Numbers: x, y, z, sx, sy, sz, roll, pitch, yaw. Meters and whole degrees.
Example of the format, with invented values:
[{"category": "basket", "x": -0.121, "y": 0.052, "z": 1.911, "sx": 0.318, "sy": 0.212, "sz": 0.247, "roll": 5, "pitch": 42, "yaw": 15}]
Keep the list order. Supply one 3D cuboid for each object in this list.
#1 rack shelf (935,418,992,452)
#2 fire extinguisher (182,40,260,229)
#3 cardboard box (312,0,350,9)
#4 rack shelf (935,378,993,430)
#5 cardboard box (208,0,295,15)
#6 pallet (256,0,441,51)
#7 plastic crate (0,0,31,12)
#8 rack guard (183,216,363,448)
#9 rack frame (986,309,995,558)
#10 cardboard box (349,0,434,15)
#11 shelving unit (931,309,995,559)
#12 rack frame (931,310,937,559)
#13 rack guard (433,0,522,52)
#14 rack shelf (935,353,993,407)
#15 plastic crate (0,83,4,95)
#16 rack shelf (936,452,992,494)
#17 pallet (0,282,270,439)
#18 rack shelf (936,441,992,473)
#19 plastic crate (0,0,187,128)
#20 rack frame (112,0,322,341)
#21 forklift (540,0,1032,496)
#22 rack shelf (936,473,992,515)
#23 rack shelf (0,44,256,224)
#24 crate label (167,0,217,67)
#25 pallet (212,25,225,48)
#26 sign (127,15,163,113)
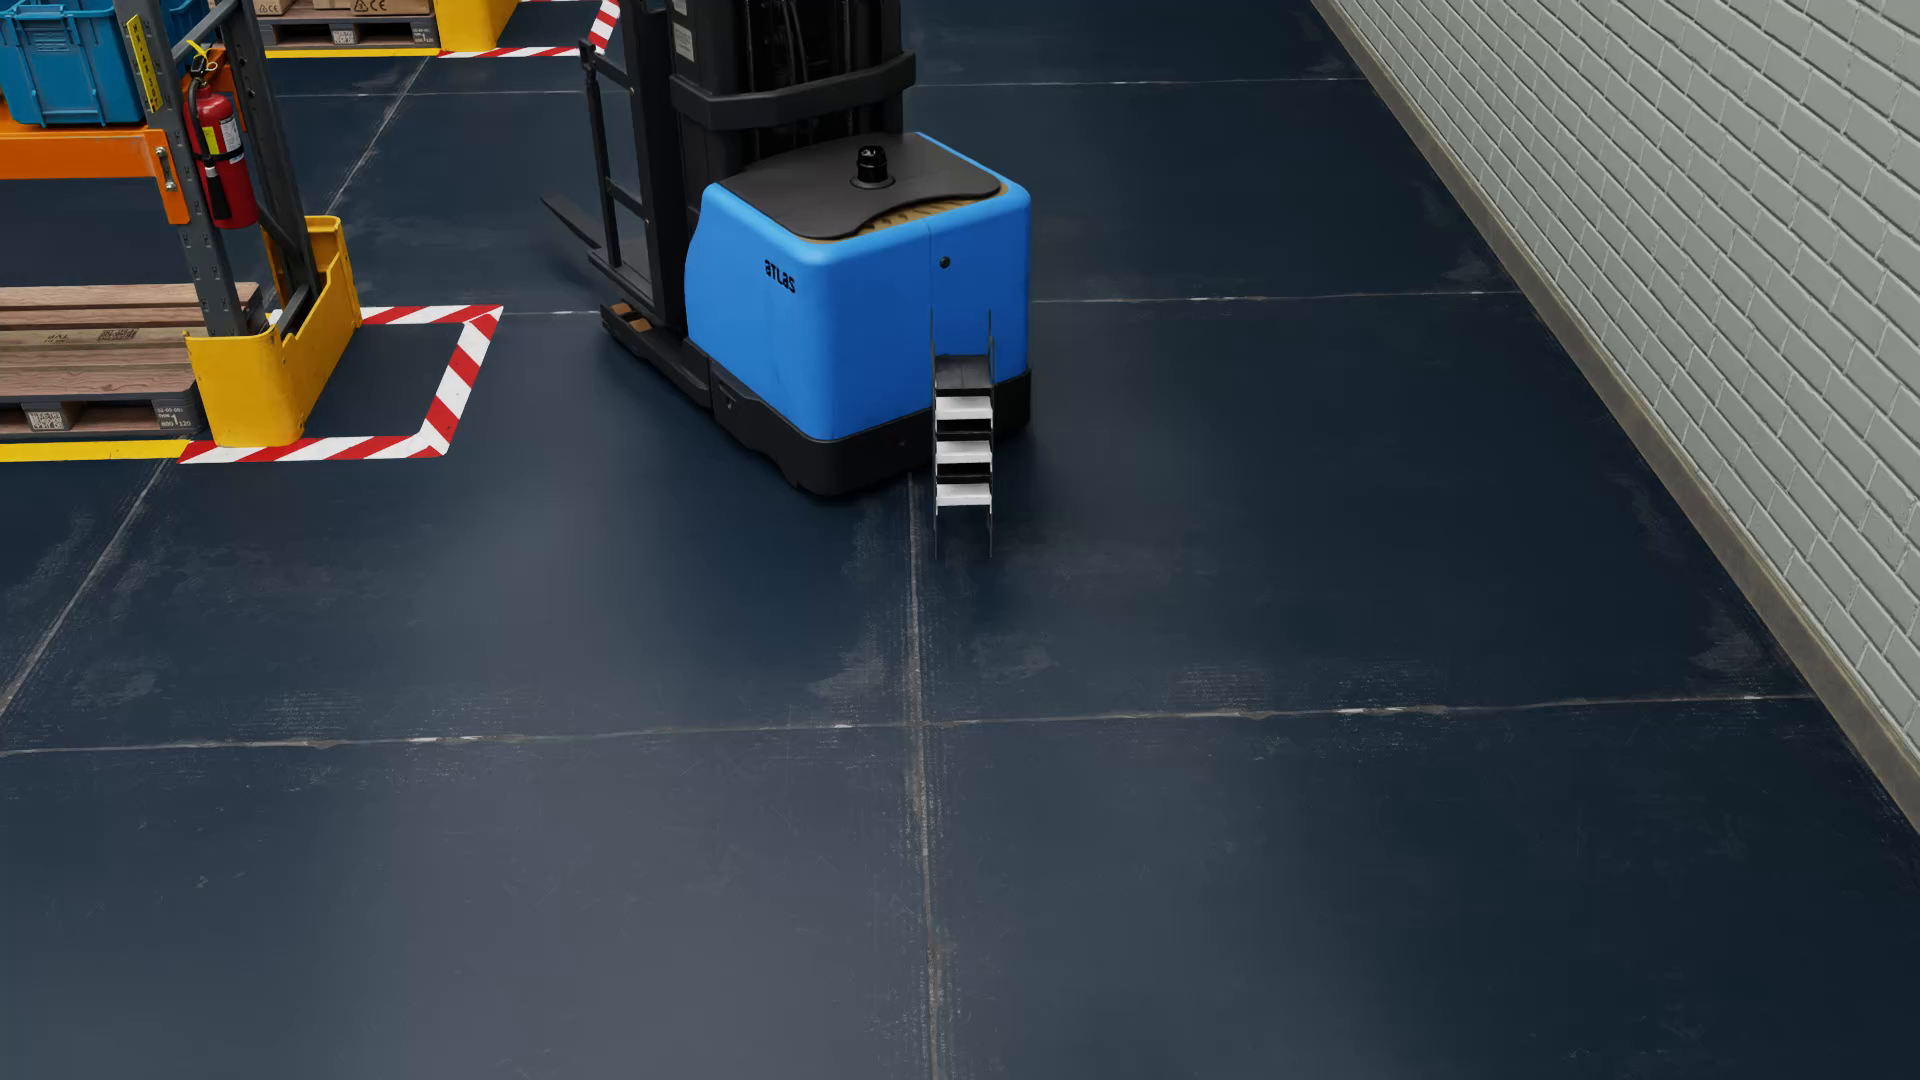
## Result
[{"category": "rack shelf", "x": 0.008, "y": -0.417, "z": 5.962, "sx": 0.200, "sy": 0.077, "sz": 0.258, "roll": -2, "pitch": 35, "yaw": -2}, {"category": "fire extinguisher", "x": -2.768, "y": -1.497, "z": 6.174, "sx": 0.183, "sy": 0.674, "sz": 0.296, "roll": -2, "pitch": 35, "yaw": -2}, {"category": "cardboard box", "x": -4.112, "y": -3.654, "z": 10.997, "sx": 0.250, "sy": 0.166, "sz": 0.380, "roll": -2, "pitch": 35, "yaw": -2}, {"category": "rack shelf", "x": 0.008, "y": -0.491, "z": 5.911, "sx": 0.200, "sy": 0.077, "sz": 0.258, "roll": -2, "pitch": 35, "yaw": -2}, {"category": "cardboard box", "x": -4.653, "y": -3.640, "z": 10.903, "sx": 0.500, "sy": 0.250, "sz": 0.500, "roll": -2, "pitch": 35, "yaw": -2}, {"category": "pallet", "x": -4.043, "y": -3.582, "z": 11.240, "sx": 1.213, "sy": 0.211, "sz": 1.003, "roll": -2, "pitch": 35, "yaw": -2}, {"category": "plastic crate", "x": -3.860, "y": -2.055, "z": 6.679, "sx": 0.300, "sy": 0.233, "sz": 0.416, "roll": -2, "pitch": 35, "yaw": -2}, {"category": "rack guard", "x": -2.917, "y": -0.917, "z": 7.136, "sx": 0.348, "sy": 0.500, "sz": 1.175, "roll": -2, "pitch": 35, "yaw": -2}, {"category": "rack frame", "x": 0.110, "y": -0.373, "z": 5.998, "sx": 0.006, "sy": 0.900, "sz": 0.240, "roll": -2, "pitch": 35, "yaw": -2}, {"category": "cardboard box", "x": -3.703, "y": -3.751, "z": 10.844, "sx": 0.500, "sy": 0.500, "sz": 0.500, "roll": -2, "pitch": 35, "yaw": -2}, {"category": "shelving unit", "x": 0.008, "y": -0.370, "z": 5.994, "sx": 0.210, "sy": 0.900, "sz": 0.258, "roll": -2, "pitch": 35, "yaw": -2}, {"category": "rack frame", "x": -0.093, "y": -0.367, "z": 5.990, "sx": 0.006, "sy": 0.900, "sz": 0.240, "roll": -2, "pitch": 35, "yaw": -2}, {"category": "rack guard", "x": -3.247, "y": -3.723, "z": 11.190, "sx": 0.348, "sy": 0.500, "sz": 1.175, "roll": -2, "pitch": 35, "yaw": -2}, {"category": "rack shelf", "x": 0.008, "y": -0.565, "z": 5.860, "sx": 0.200, "sy": 0.077, "sz": 0.258, "roll": -2, "pitch": 35, "yaw": -2}, {"category": "plastic crate", "x": -3.746, "y": -1.728, "z": 6.290, "sx": 0.243, "sy": 0.136, "sz": 0.396, "roll": -2, "pitch": 35, "yaw": -2}, {"category": "rack shelf", "x": 0.008, "y": -0.269, "z": 6.064, "sx": 0.200, "sy": 0.077, "sz": 0.258, "roll": -2, "pitch": 35, "yaw": -2}, {"category": "pallet", "x": -3.766, "y": -0.790, "z": 7.206, "sx": 1.213, "sy": 0.211, "sz": 1.003, "roll": -2, "pitch": 35, "yaw": -2}, {"category": "rack shelf", "x": 0.008, "y": -0.343, "z": 6.013, "sx": 0.200, "sy": 0.077, "sz": 0.258, "roll": -2, "pitch": 35, "yaw": -2}, {"category": "plastic crate", "x": -3.266, "y": -1.861, "z": 6.219, "sx": 0.499, "sy": 0.435, "sz": 0.616, "roll": -2, "pitch": 35, "yaw": -2}, {"category": "rack frame", "x": -2.940, "y": -1.937, "z": 6.413, "sx": 0.127, "sy": 3.000, "sz": 1.000, "roll": -2, "pitch": 35, "yaw": -2}, {"category": "forklift", "x": -0.971, "y": -2.168, "z": 6.806, "sx": 1.130, "sy": 2.935, "sz": 3.031, "roll": -22, "pitch": 40, "yaw": -28}, {"category": "rack shelf", "x": 0.008, "y": -0.195, "z": 6.116, "sx": 0.200, "sy": 0.077, "sz": 0.258, "roll": -2, "pitch": 35, "yaw": -2}, {"category": "rack shelf", "x": -4.938, "y": -1.587, "z": 6.540, "sx": 4.000, "sy": 0.370, "sz": 1.077, "roll": -2, "pitch": 35, "yaw": -2}, {"category": "crate label", "x": -3.203, "y": -2.073, "z": 6.704, "sx": 0.303, "sy": 0.233, "sz": 0.416, "roll": -2, "pitch": 35, "yaw": -2}, {"category": "pallet", "x": -5.259, "y": -3.551, "z": 11.195, "sx": 1.213, "sy": 0.211, "sz": 1.003, "roll": -2, "pitch": 35, "yaw": -2}, {"category": "sign", "x": -2.898, "y": -1.692, "z": 5.915, "sx": 0.005, "sy": 0.325, "sz": 0.100, "roll": -2, "pitch": 35, "yaw": -2}]
